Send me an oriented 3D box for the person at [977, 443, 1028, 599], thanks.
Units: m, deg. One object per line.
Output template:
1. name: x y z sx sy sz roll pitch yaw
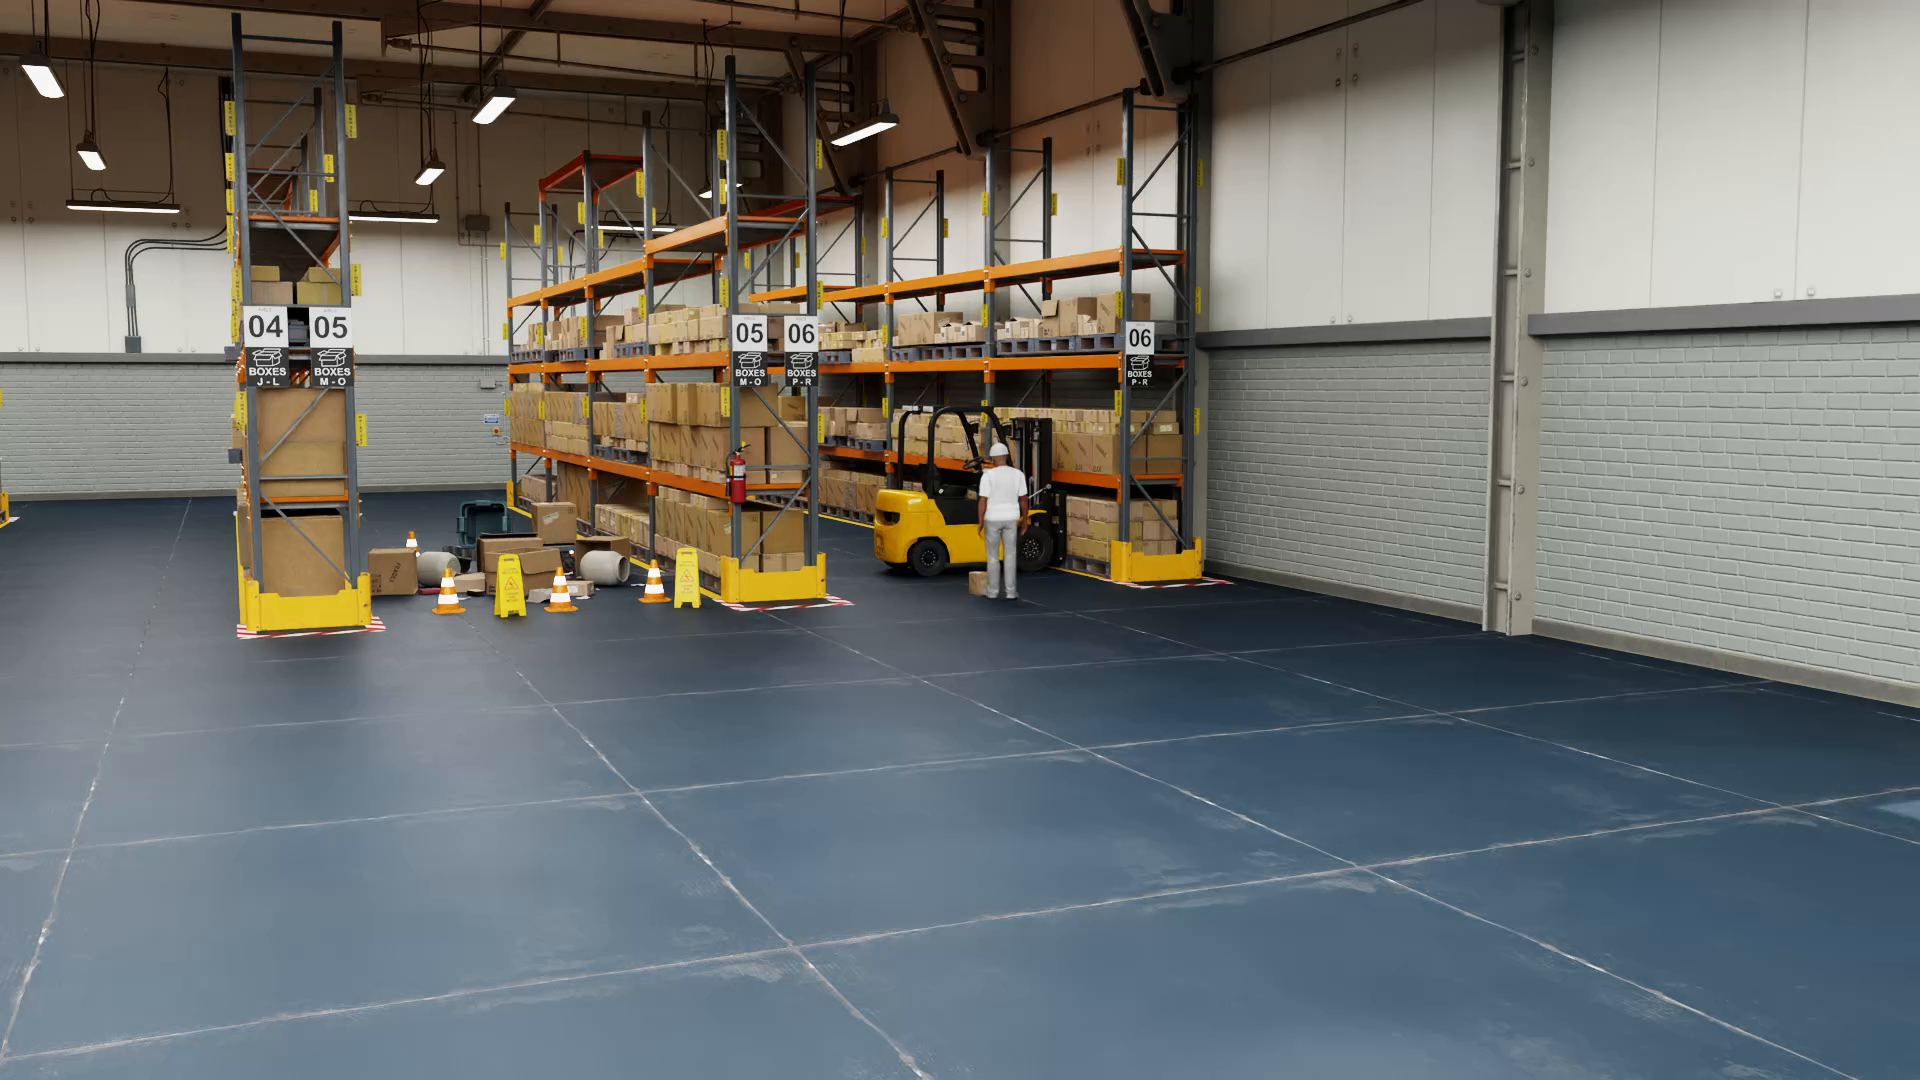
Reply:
1. person: 0.468 -0.217 18.881 0.600 1.775 0.548 -1 5 -12
